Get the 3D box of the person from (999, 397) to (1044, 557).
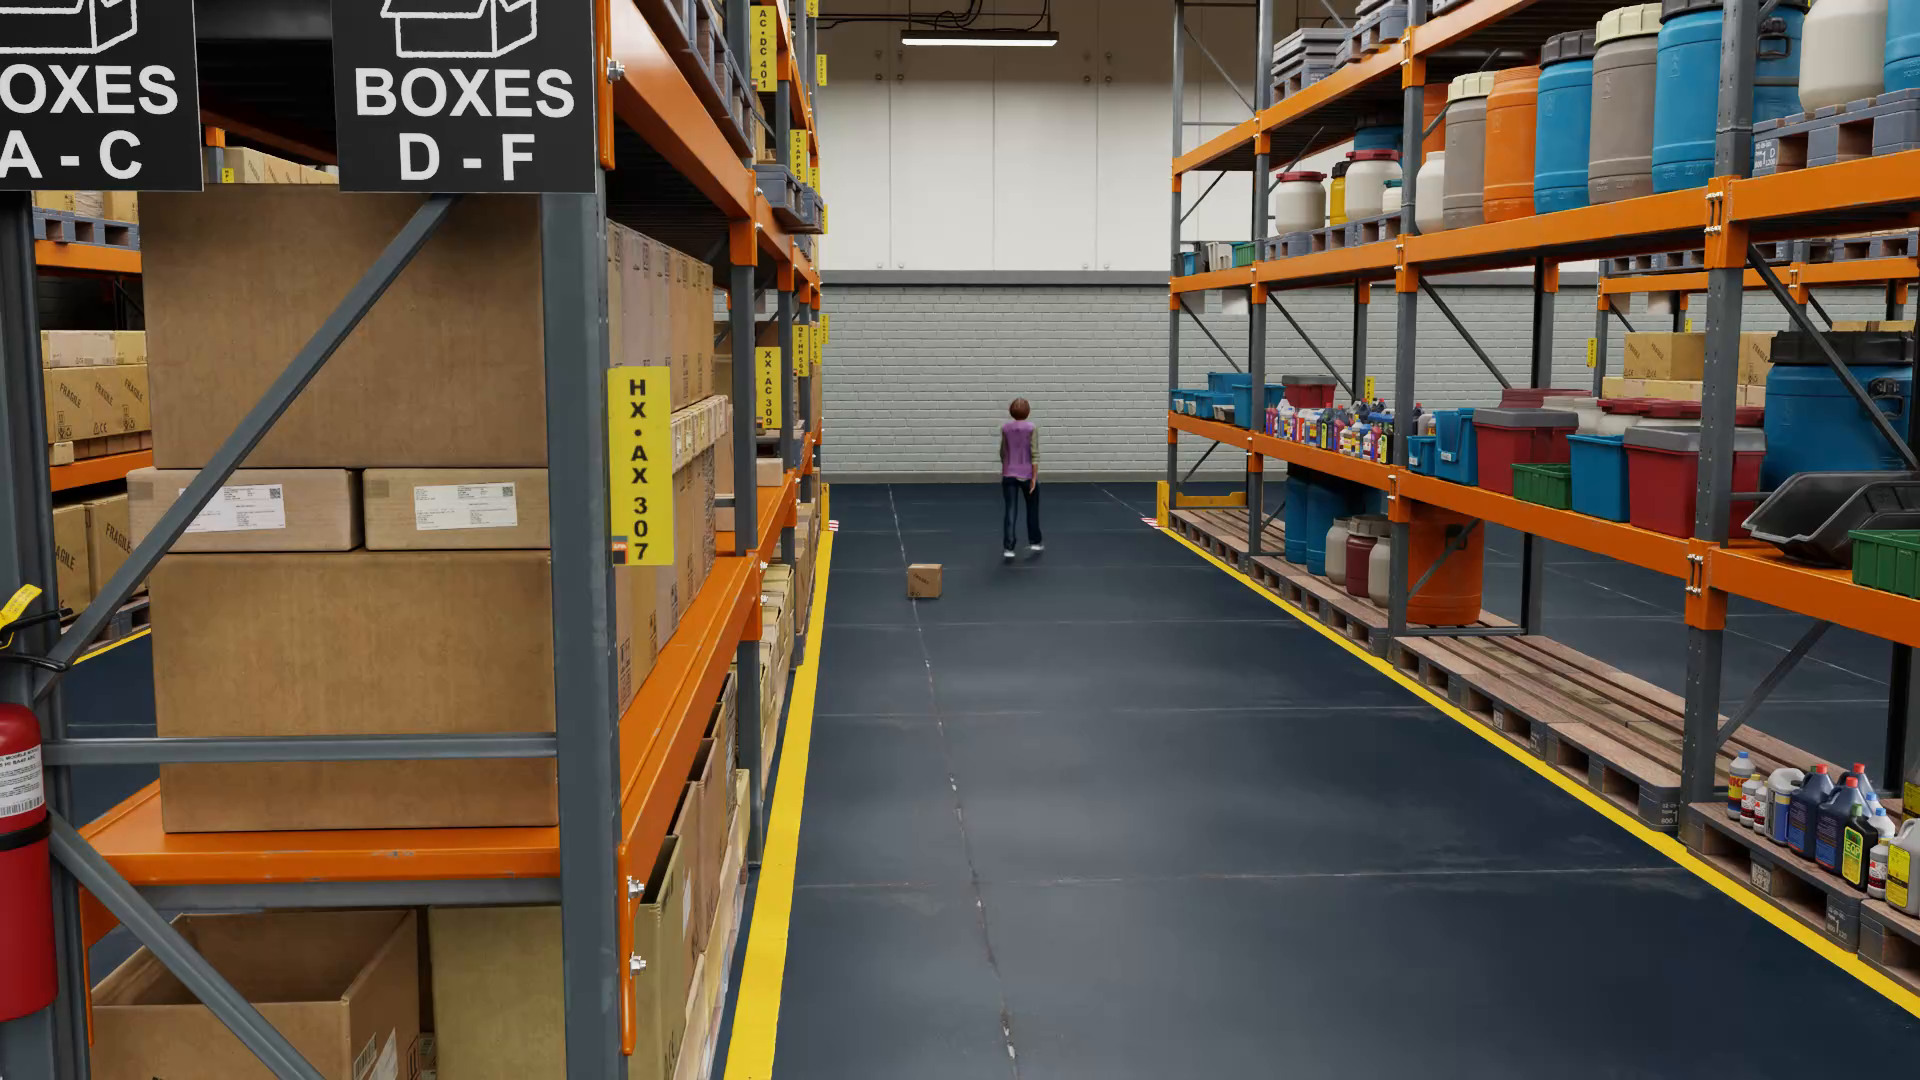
[{"bbox_3d":[0.597,-0.633,16.305,0.426,1.543,0.937,2,7,13],"label":"person"}]
